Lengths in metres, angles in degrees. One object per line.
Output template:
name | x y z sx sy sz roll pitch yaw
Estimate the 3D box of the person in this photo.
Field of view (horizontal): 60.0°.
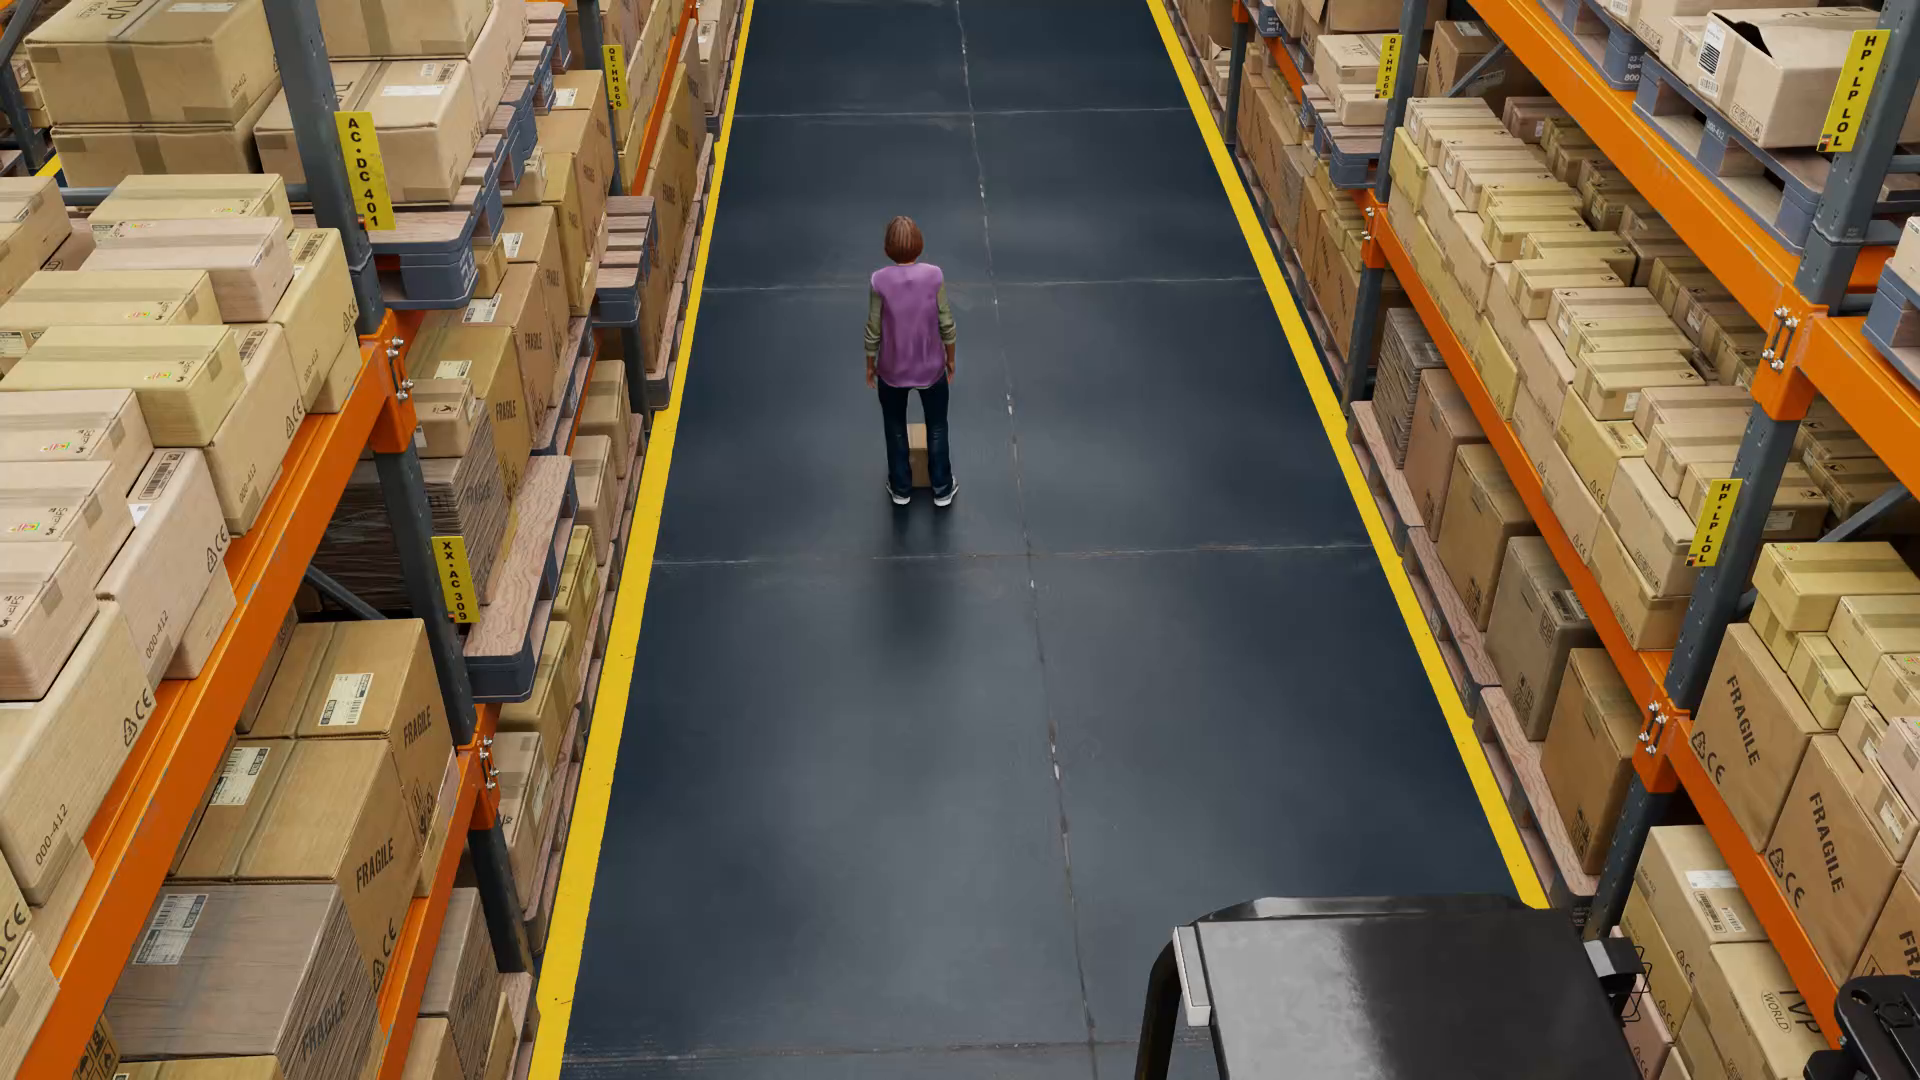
person | -0.244 -0.872 8.413 0.481 1.592 0.378 -4 36 -5
